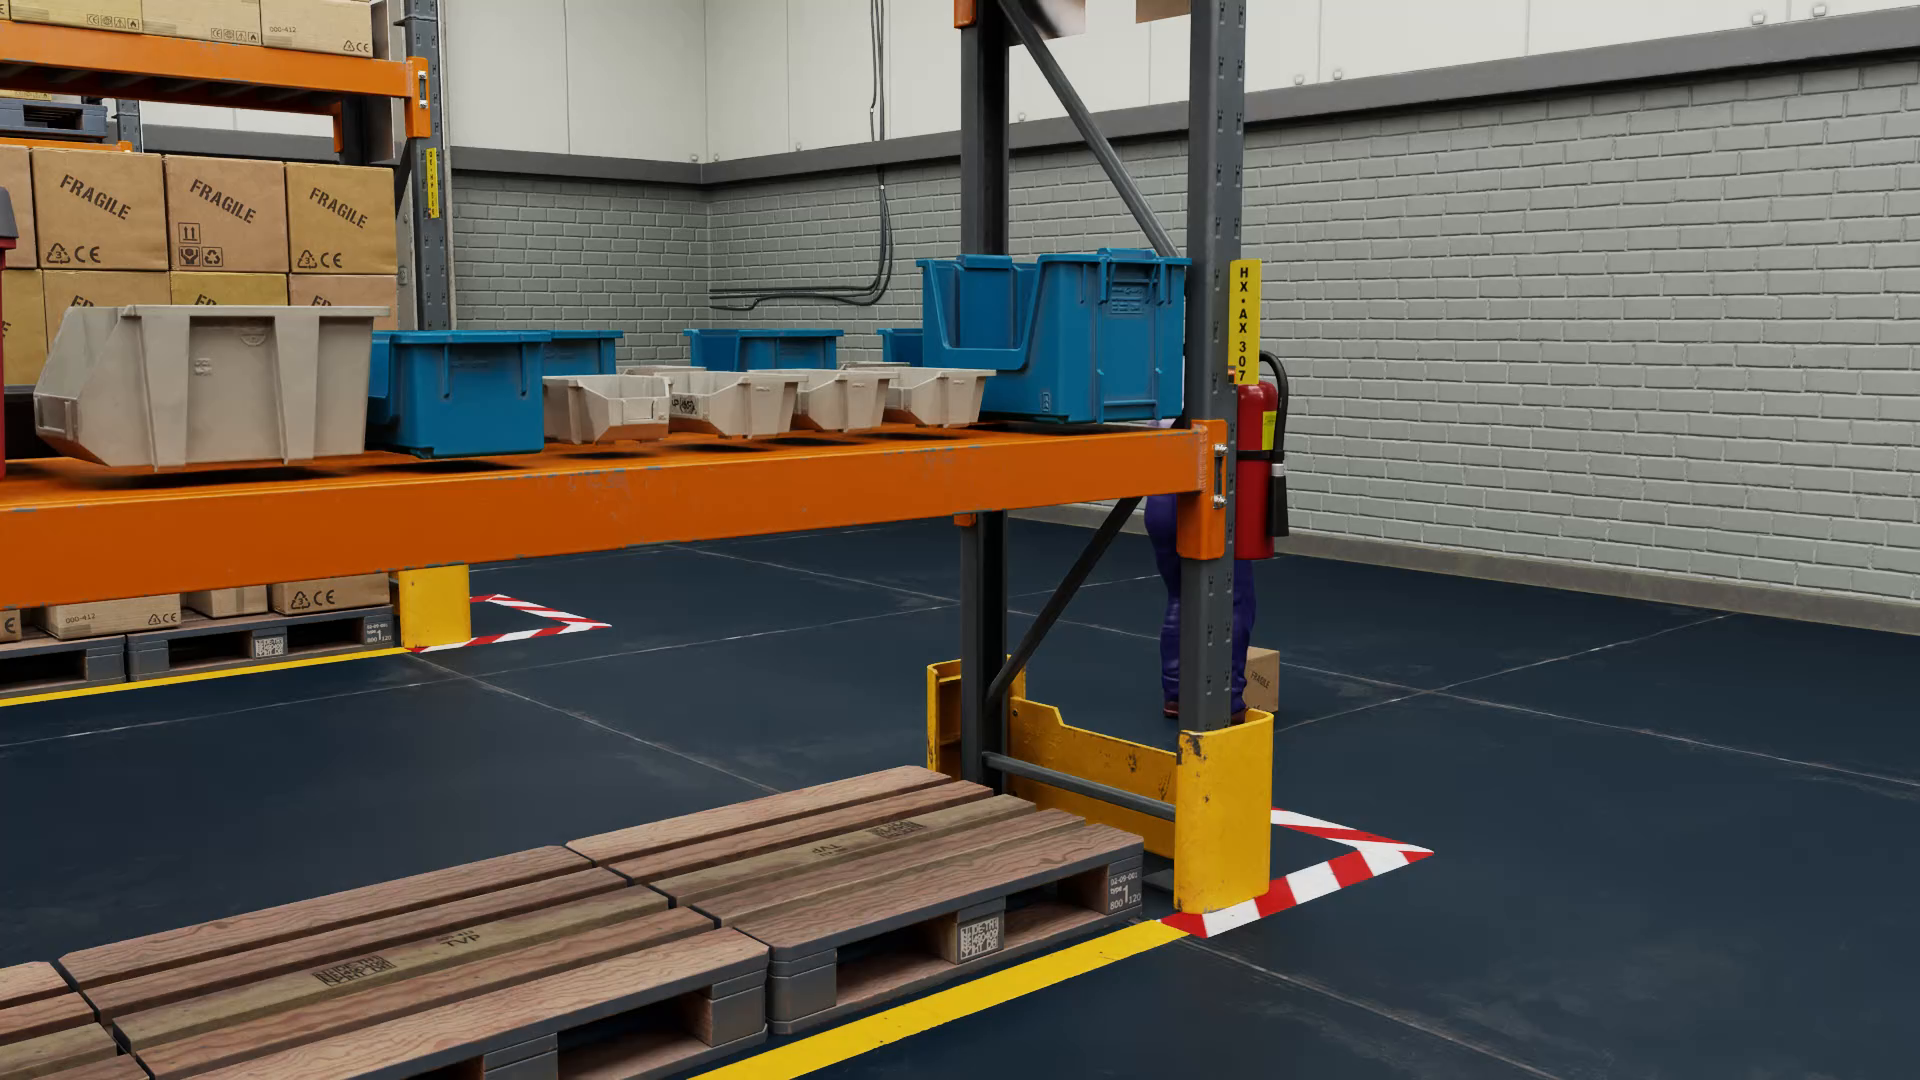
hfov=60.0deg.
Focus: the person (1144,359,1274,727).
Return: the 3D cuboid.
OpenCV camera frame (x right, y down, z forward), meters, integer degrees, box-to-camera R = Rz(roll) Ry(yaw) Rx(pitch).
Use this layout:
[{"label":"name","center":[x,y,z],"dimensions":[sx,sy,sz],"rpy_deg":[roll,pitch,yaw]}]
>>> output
[{"label":"person","center":[0.970,-0.097,6.554],"dimensions":[0.413,1.652,0.538],"rpy_deg":[-6,10,-40]}]
